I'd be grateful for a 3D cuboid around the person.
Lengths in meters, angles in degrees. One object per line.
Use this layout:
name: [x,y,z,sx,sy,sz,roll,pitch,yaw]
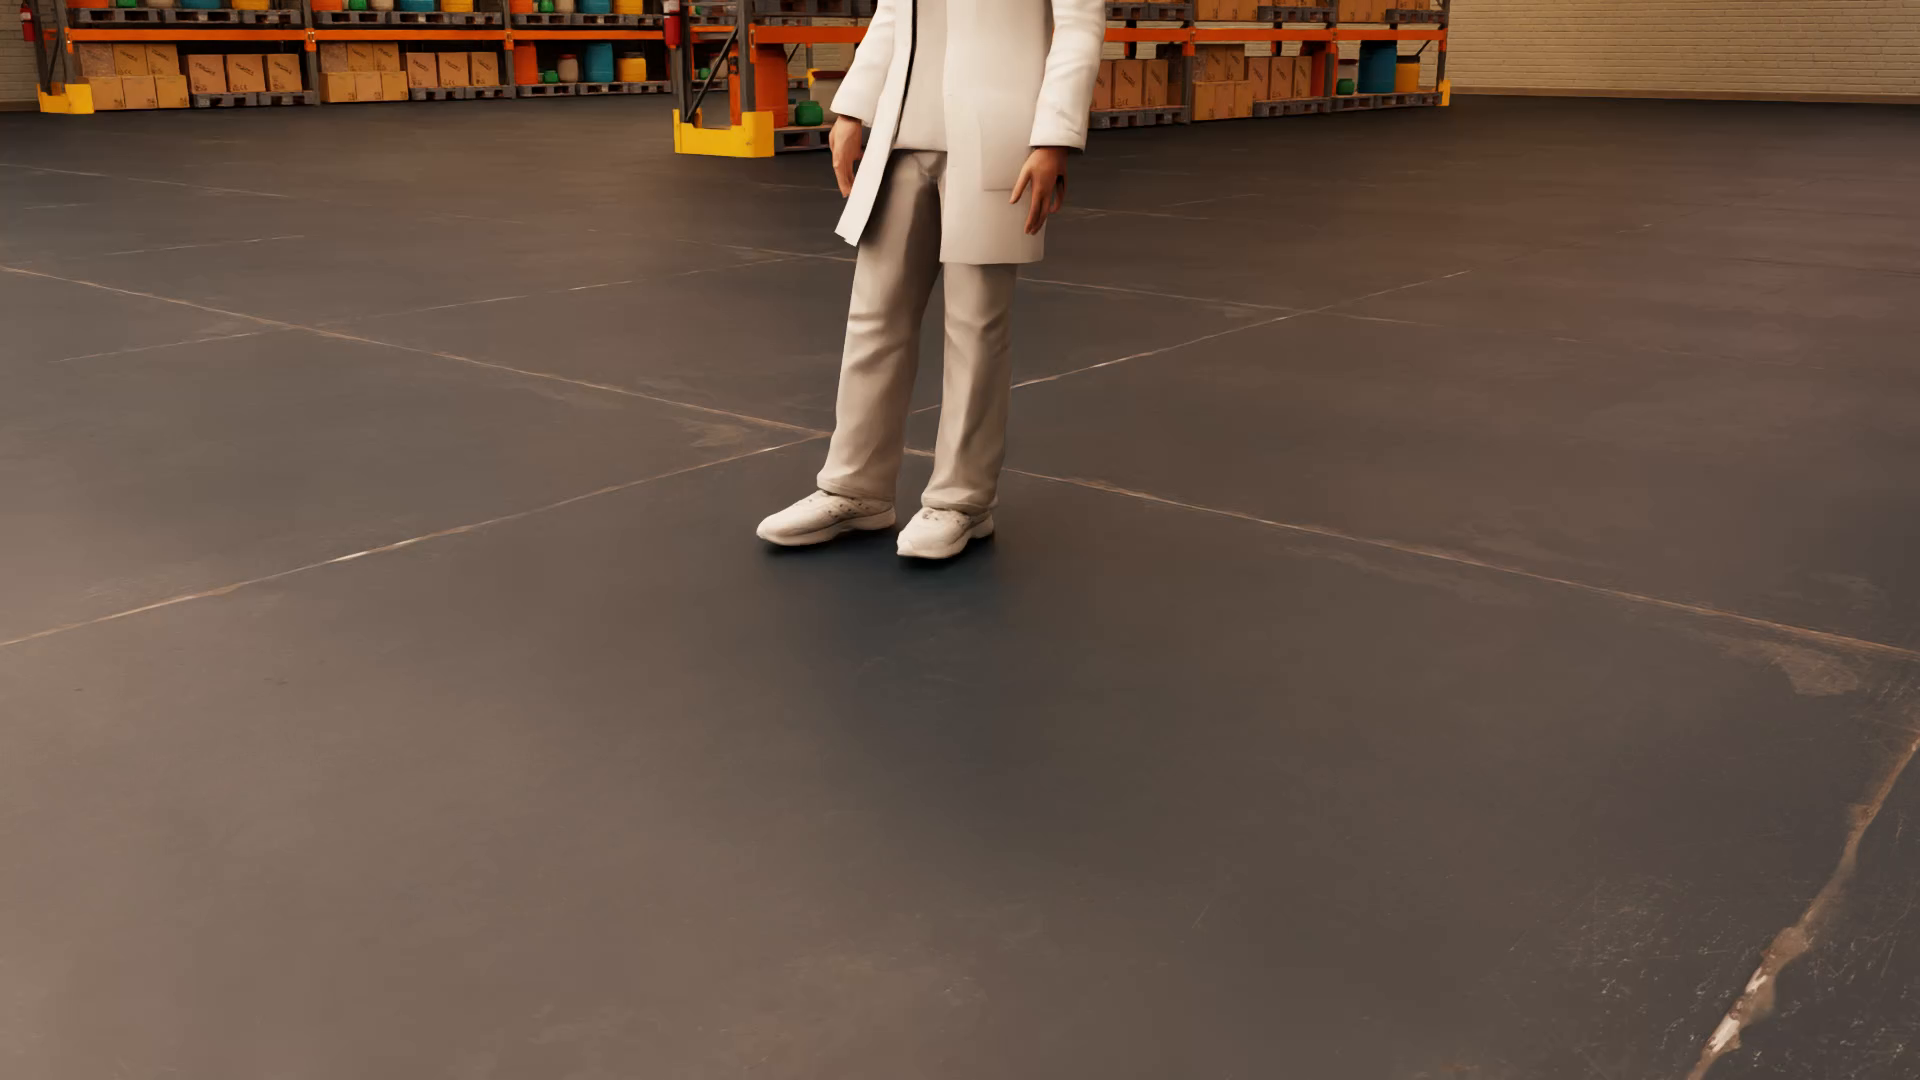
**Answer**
person: [-0.061,-0.838,3.616,0.698,1.778,0.578,13,21,37]
